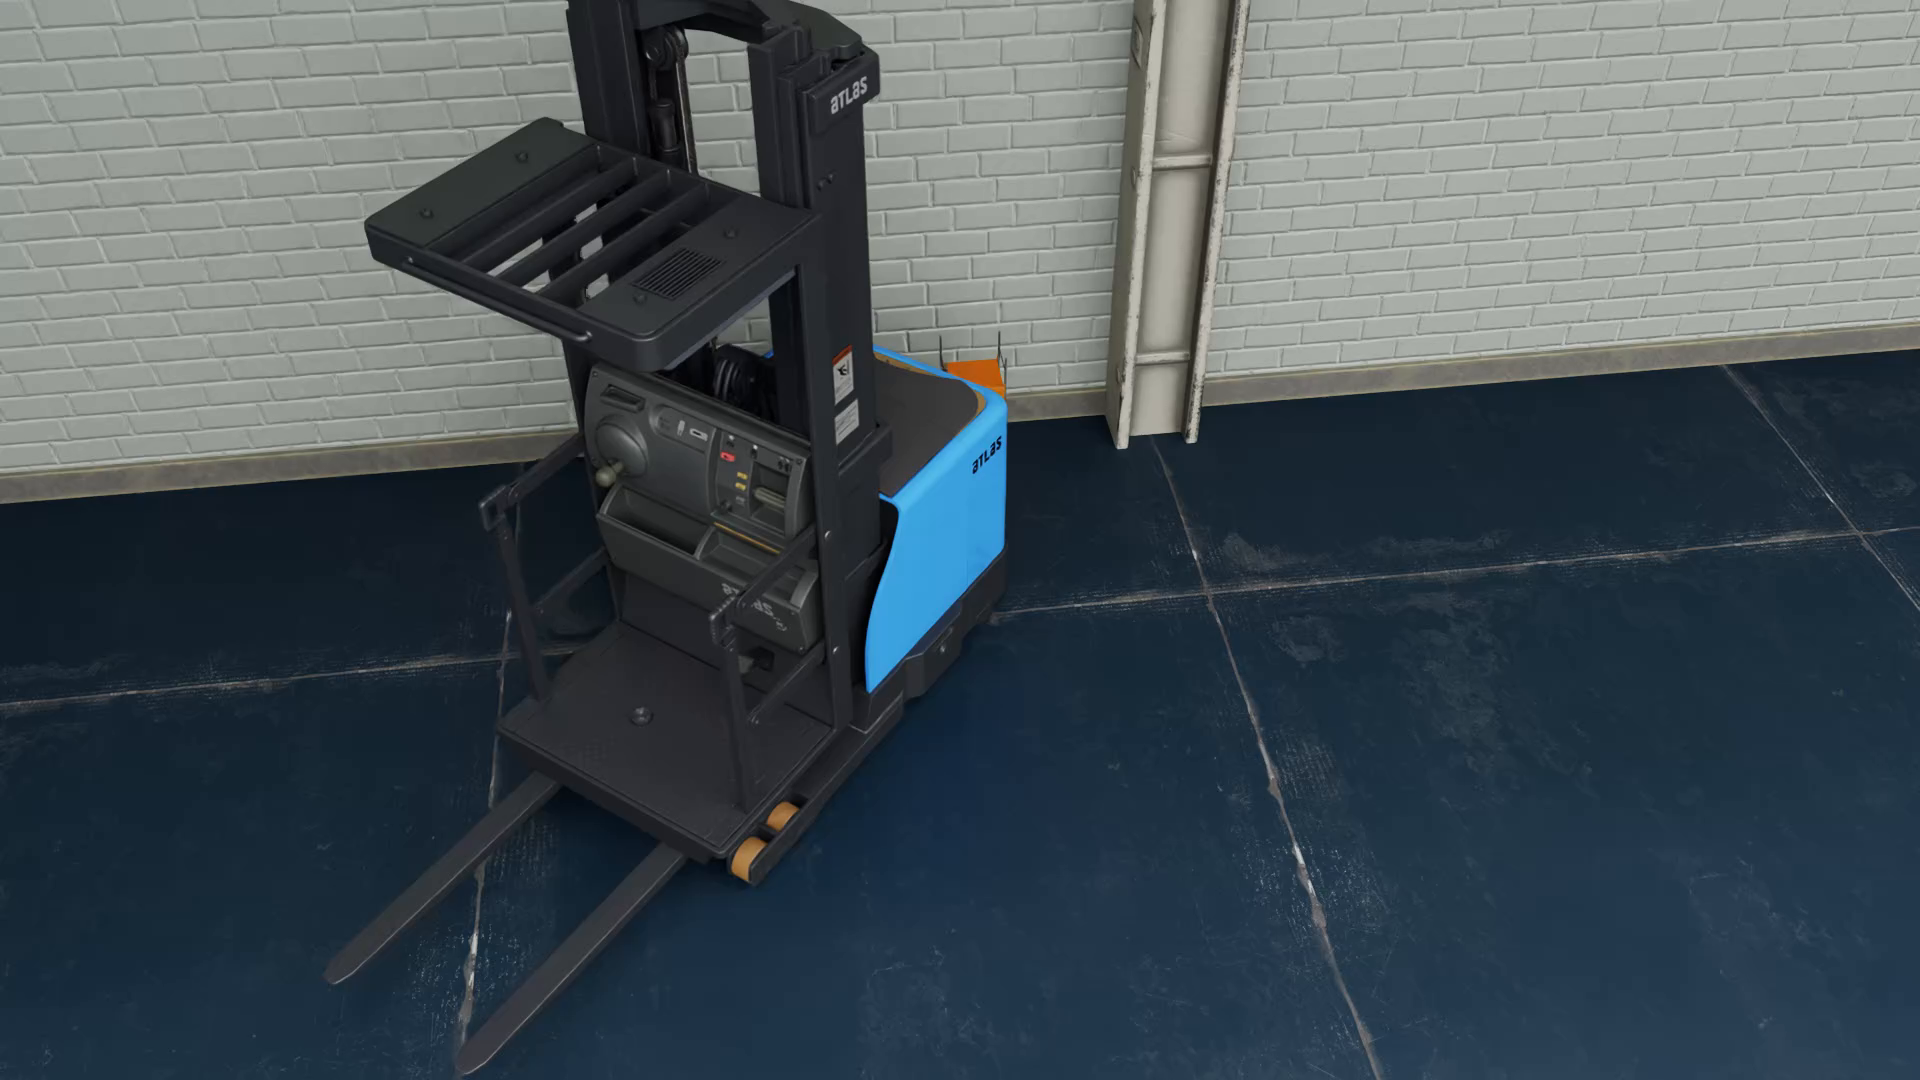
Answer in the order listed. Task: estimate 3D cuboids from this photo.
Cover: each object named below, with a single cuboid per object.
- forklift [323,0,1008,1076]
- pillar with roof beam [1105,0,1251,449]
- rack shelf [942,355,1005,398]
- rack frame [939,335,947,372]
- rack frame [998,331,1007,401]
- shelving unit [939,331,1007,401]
[{"bbox_3d":[-1.019,-0.202,5.501,1.130,2.935,3.031,23,47,24],"label":"forklift"},{"bbox_3d":[1.482,-1.037,1.896,0.400,9.000,9.100,-5,42,-6],"label":"pillar with roof beam"},{"bbox_3d":[0.053,-0.597,6.936,0.240,0.259,0.215,-5,42,-6],"label":"rack shelf"},{"bbox_3d":[-0.068,-0.384,7.107,0.008,1.050,0.200,-5,42,-6],"label":"rack frame"},{"bbox_3d":[0.174,-0.405,7.130,0.008,1.050,0.200,-5,42,-6],"label":"rack frame"},{"bbox_3d":[0.053,-0.394,7.119,0.252,1.050,0.215,-5,42,-6],"label":"shelving unit"}]
